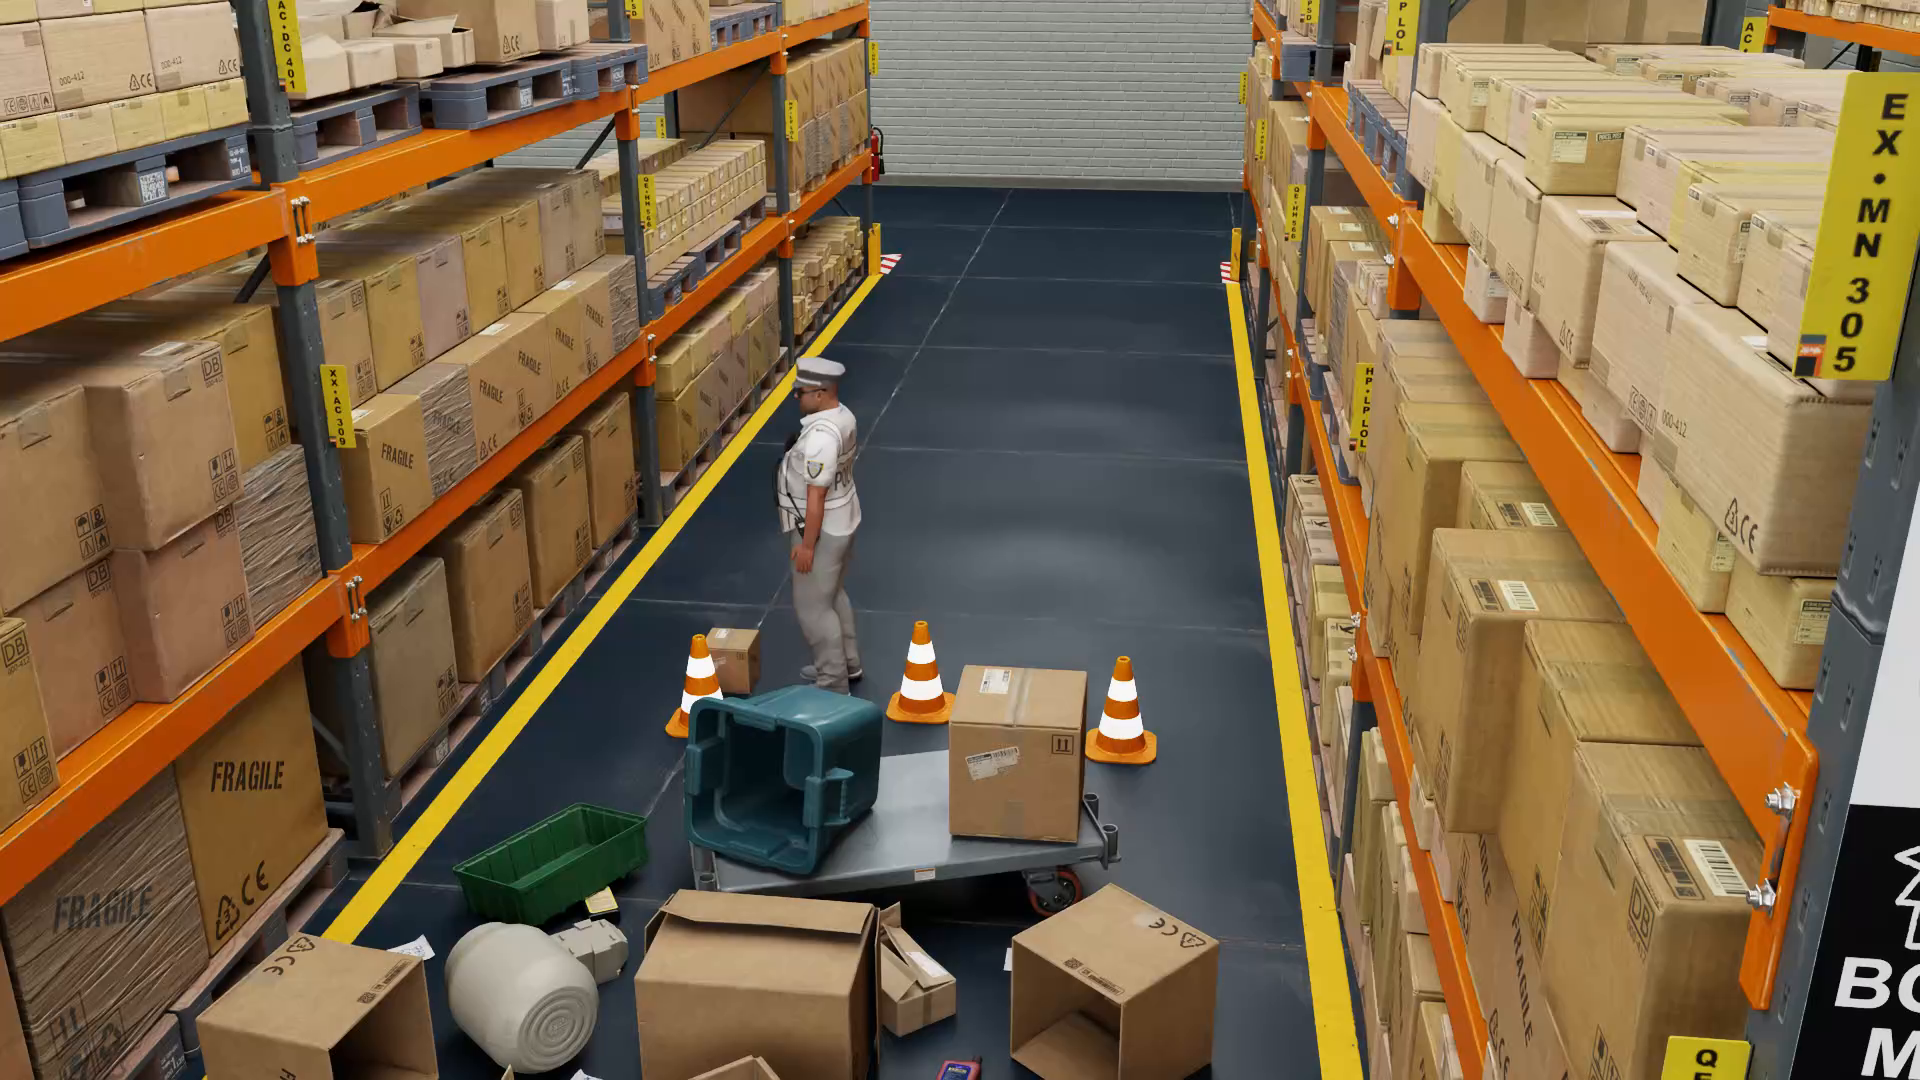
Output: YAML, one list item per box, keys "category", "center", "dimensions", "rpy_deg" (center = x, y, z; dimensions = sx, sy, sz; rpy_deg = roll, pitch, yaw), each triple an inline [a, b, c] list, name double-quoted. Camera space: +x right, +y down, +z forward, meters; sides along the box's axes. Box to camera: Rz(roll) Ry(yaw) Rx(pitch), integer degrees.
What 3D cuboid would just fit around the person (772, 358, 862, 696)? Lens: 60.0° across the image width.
- category: "person"
  center: [-0.695, -0.041, 8.206]
  dimensions: [0.393, 1.753, 0.528]
  rpy_deg: [3, 21, 8]
